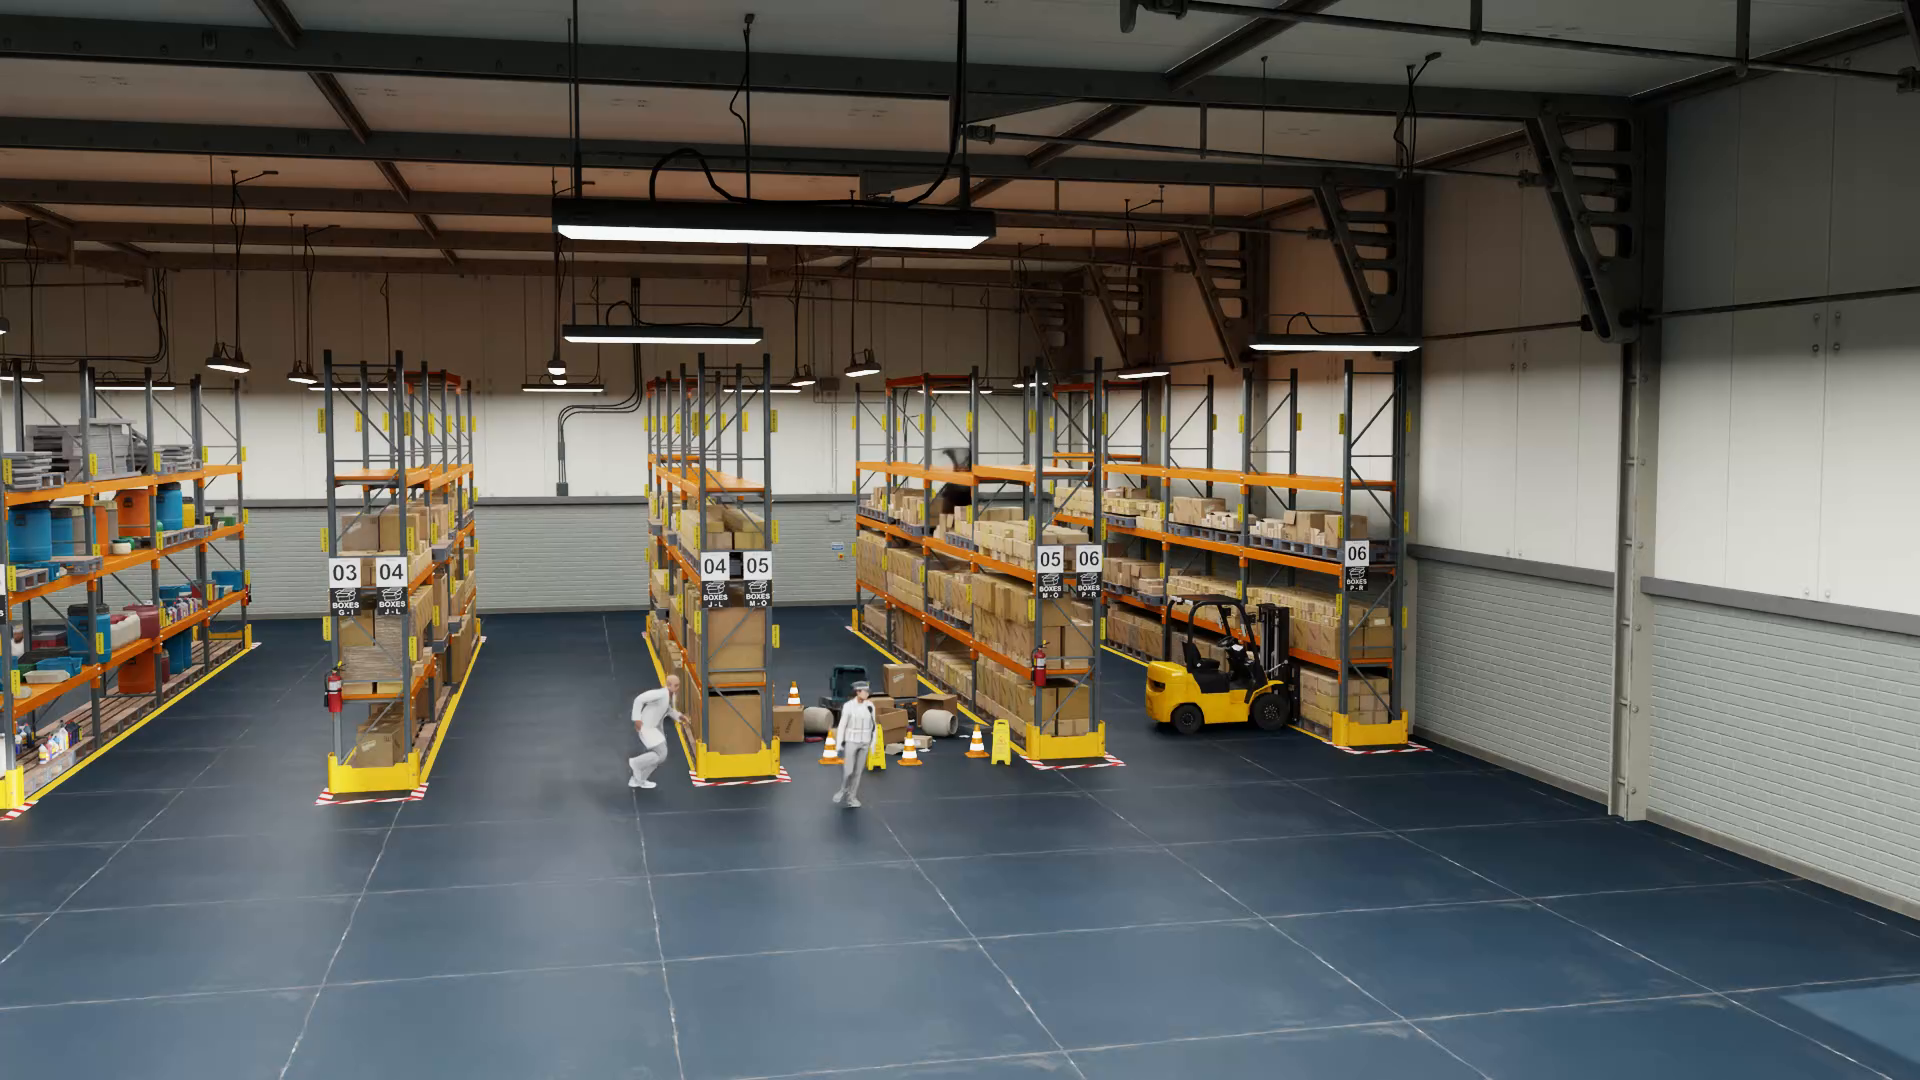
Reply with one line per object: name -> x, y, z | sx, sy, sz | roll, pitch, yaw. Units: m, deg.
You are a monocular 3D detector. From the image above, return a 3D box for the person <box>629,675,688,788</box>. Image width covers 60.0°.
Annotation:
person -> -4.152, 2.627, 22.713 | 0.883, 1.598, 0.740 | 1, 4, 18

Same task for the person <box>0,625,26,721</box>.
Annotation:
person -> -15.946, 2.236, 28.207 | 0.570, 1.640, 0.723 | -2, 4, -22

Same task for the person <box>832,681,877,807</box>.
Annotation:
person -> -1.359, 2.653, 21.691 | 0.565, 1.657, 0.432 | -2, 4, -25
